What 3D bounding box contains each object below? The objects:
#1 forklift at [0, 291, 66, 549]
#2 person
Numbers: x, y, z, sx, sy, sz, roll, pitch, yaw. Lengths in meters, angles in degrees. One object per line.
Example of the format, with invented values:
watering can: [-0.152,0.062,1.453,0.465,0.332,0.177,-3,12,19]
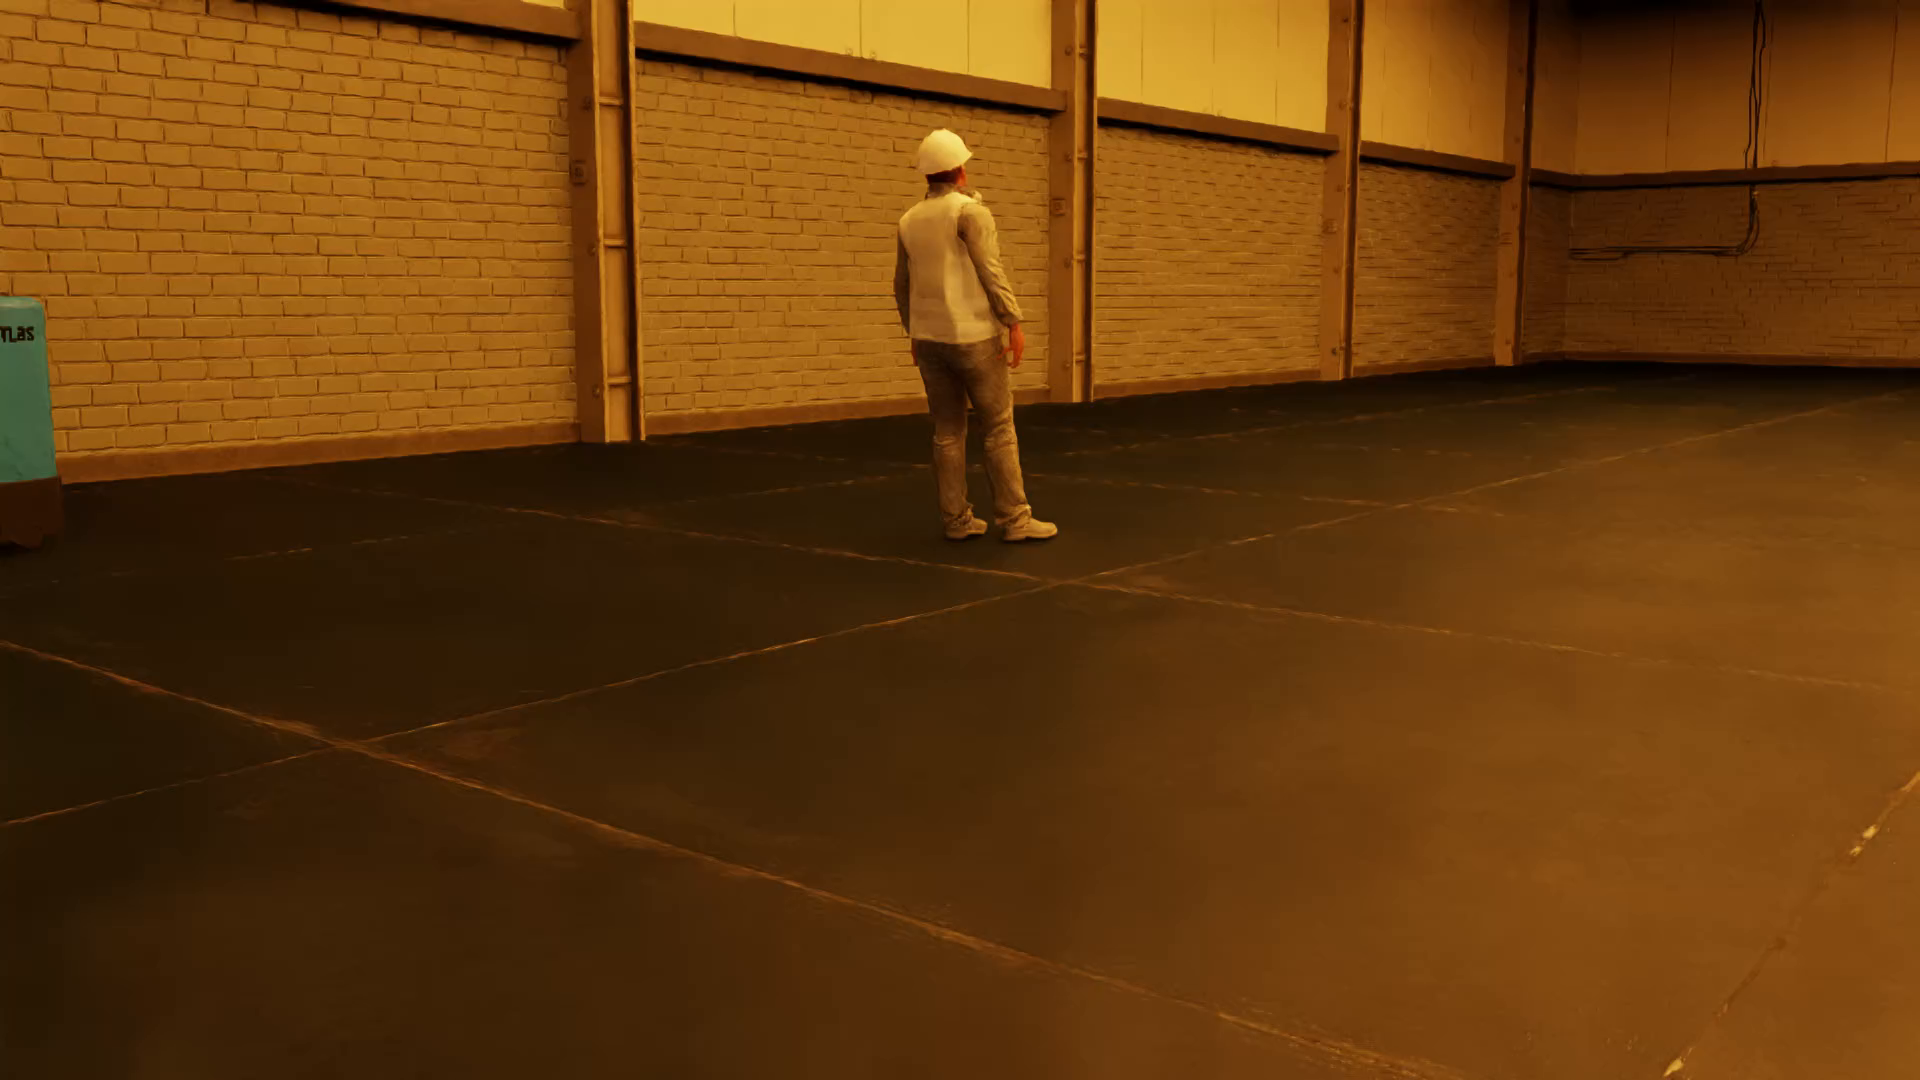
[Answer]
forklift: [-4.803,-1.237,5.735,1.130,2.935,3.031,3,9,19]
person: [0.045,-0.891,7.319,0.632,1.773,0.567,7,11,38]
